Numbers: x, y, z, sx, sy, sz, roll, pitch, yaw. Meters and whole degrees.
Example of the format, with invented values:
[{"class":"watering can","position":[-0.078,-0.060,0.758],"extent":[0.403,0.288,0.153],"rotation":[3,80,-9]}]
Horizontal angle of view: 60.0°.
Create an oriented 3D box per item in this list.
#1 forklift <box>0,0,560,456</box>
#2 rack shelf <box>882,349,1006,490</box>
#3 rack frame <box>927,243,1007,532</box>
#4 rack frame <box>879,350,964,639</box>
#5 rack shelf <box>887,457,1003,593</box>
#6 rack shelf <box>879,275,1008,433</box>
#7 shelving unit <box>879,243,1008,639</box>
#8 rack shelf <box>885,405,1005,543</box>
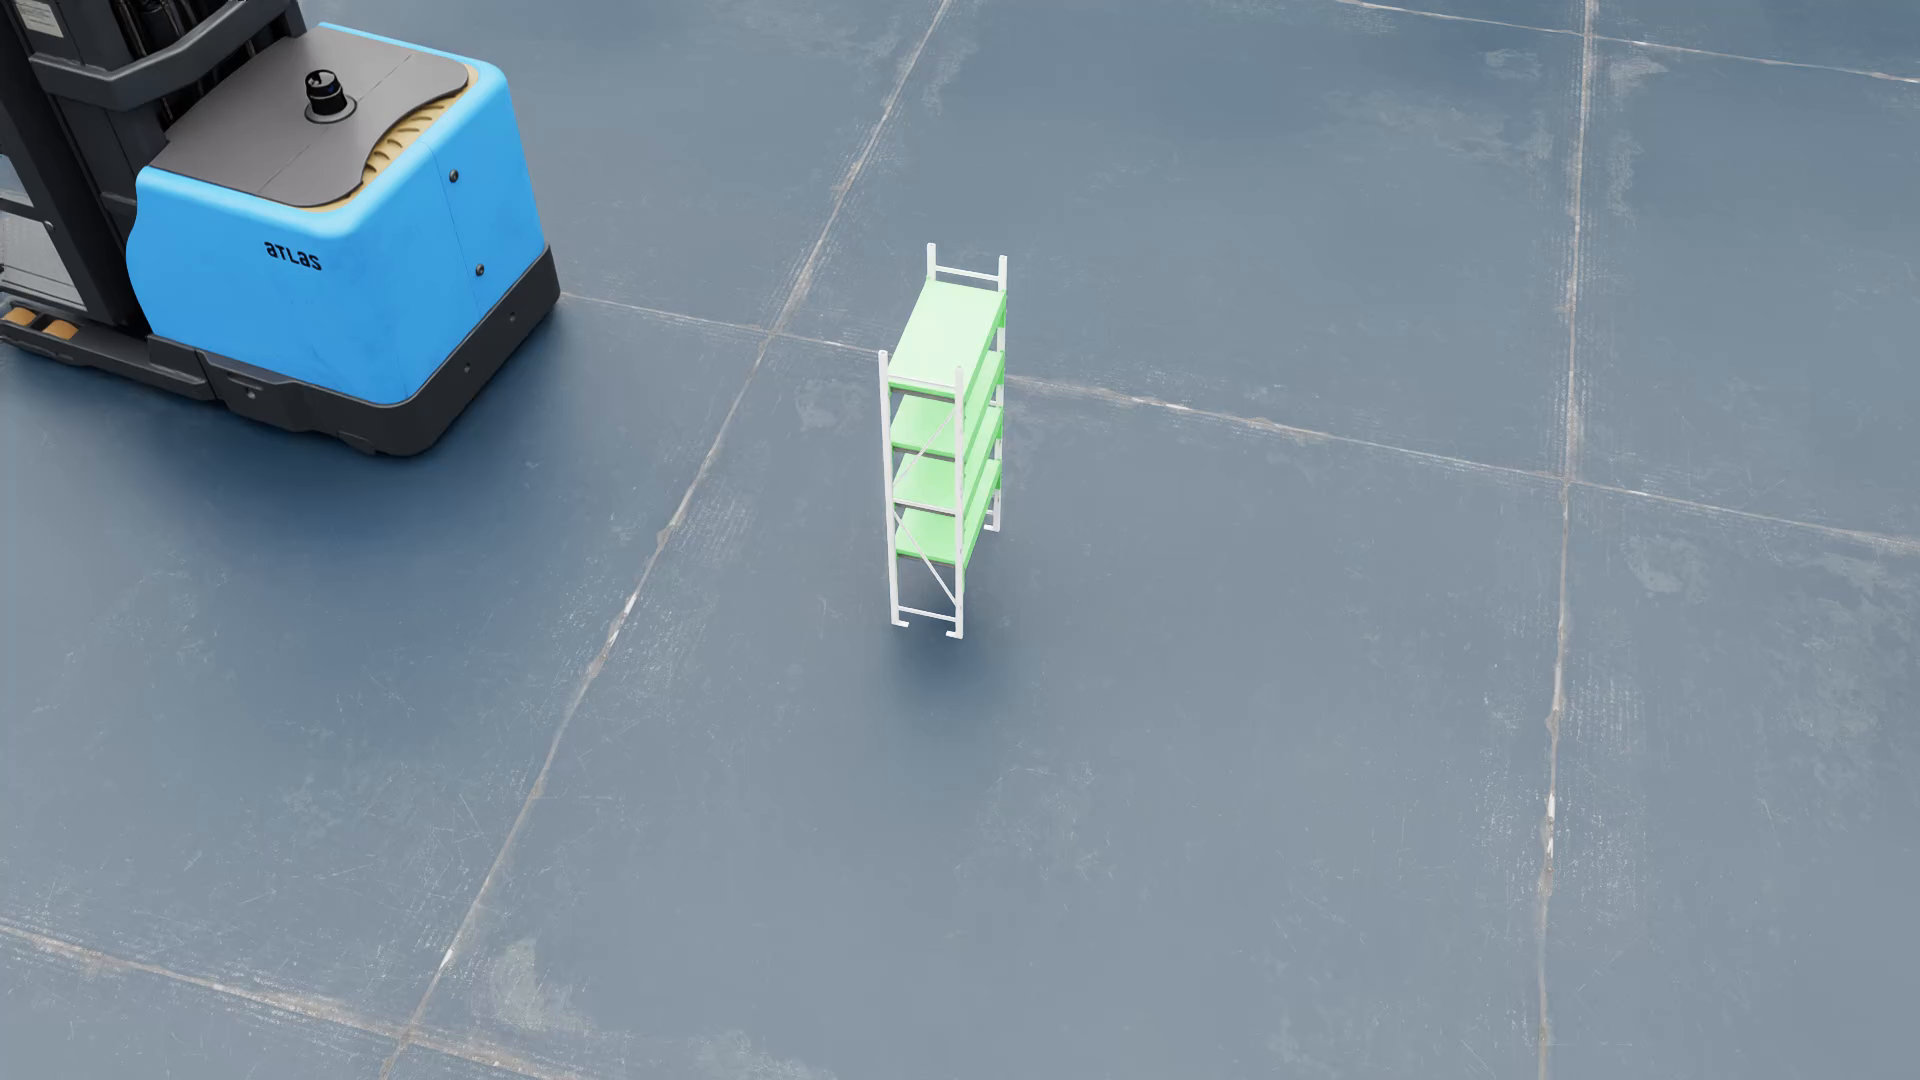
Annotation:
[{"class":"forklift","position":[-3.131,-1.990,5.551],"extent":[3.031,2.935,1.130],"rotation":[17,51,14]},{"class":"rack shelf","position":[-0.044,-0.394,5.062],"extent":[0.258,0.148,0.480],"rotation":[12,50,10]},{"class":"rack frame","position":[0.021,-0.454,5.350],"extent":[0.240,1.200,0.015],"rotation":[12,50,10]},{"class":"rack frame","position":[-0.108,-0.101,5.039],"extent":[0.240,1.200,0.015],"rotation":[12,50,10]},{"class":"rack shelf","position":[-0.044,-0.076,5.422],"extent":[0.258,0.148,0.480],"rotation":[12,50,10]},{"class":"rack shelf","position":[-0.044,-0.553,4.883],"extent":[0.258,0.148,0.480],"rotation":[12,50,10]},{"class":"shelving unit","position":[-0.044,-0.277,5.194],"extent":[0.258,1.200,0.503],"rotation":[12,50,10]},{"class":"rack shelf","position":[-0.044,-0.235,5.242],"extent":[0.258,0.148,0.480],"rotation":[12,50,10]}]
